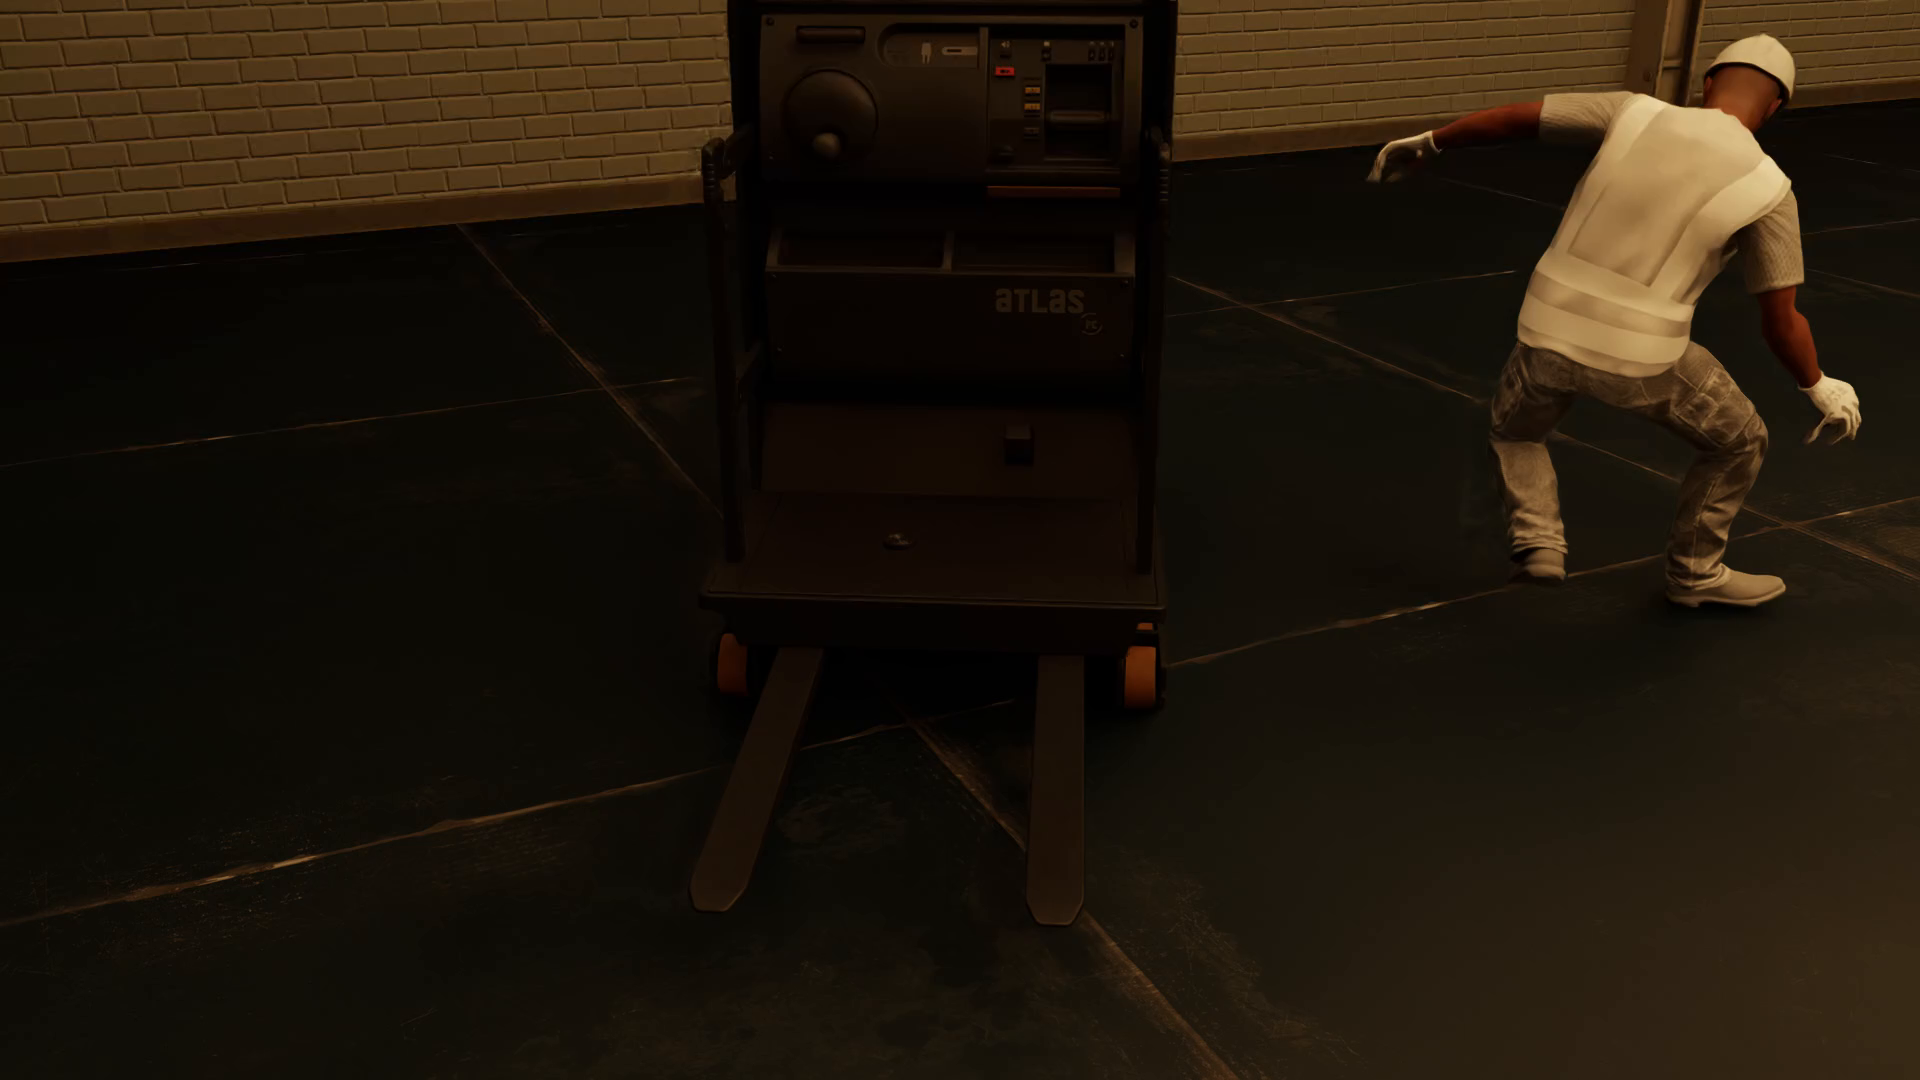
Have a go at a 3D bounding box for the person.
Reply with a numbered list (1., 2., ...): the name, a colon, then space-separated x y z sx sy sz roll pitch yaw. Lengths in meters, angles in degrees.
1. person: 1.707 -0.540 4.419 1.241 1.542 0.714 20 30 39

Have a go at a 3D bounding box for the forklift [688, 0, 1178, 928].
1. forklift: -0.037 -1.063 3.844 1.130 2.935 3.031 1 23 4
